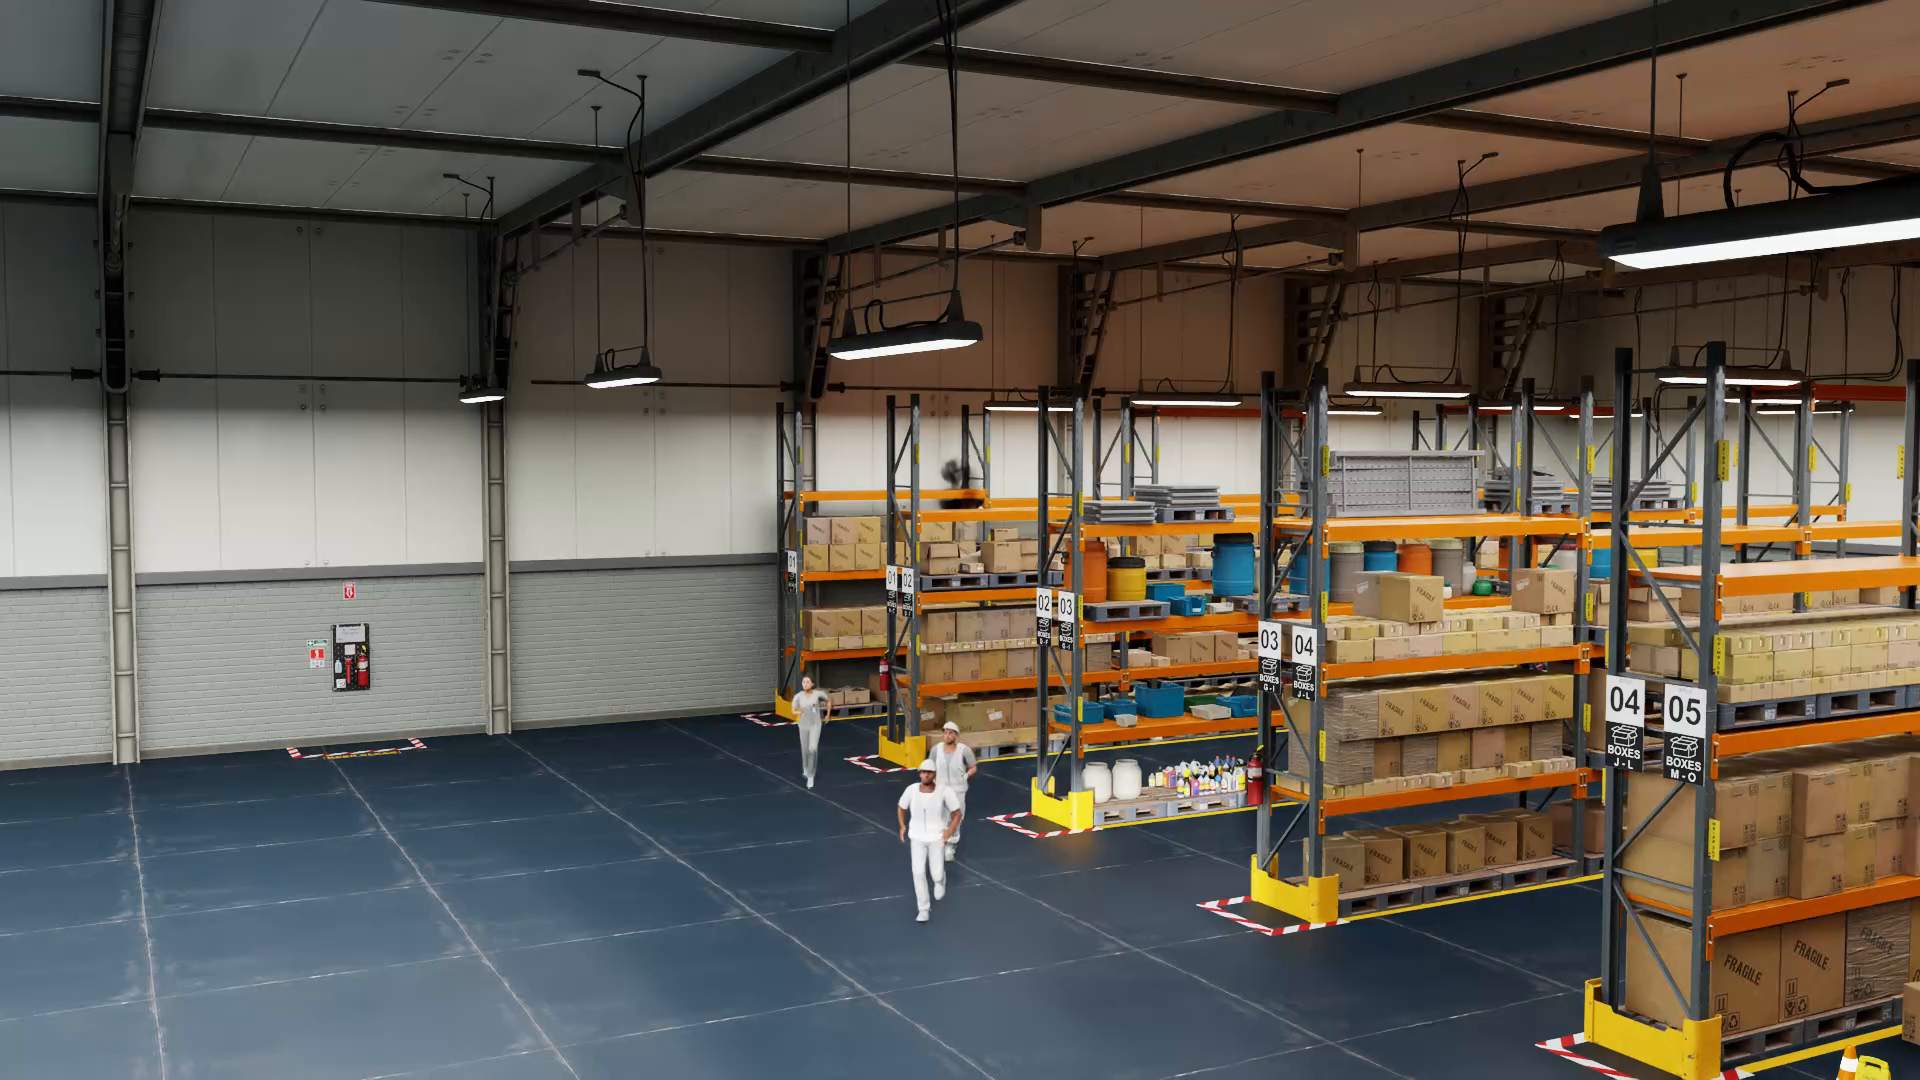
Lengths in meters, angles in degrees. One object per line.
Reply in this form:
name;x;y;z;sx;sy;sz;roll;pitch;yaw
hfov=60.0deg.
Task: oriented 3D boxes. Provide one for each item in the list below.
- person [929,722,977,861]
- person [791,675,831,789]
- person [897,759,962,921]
person;-0.111;3.119;20.511;0.632;1.748;0.601;0;3;6
person;-2.277;2.898;25.409;0.573;1.712;0.880;0;3;5
person;-0.345;3.261;18.278;0.739;1.733;0.795;0;3;9
